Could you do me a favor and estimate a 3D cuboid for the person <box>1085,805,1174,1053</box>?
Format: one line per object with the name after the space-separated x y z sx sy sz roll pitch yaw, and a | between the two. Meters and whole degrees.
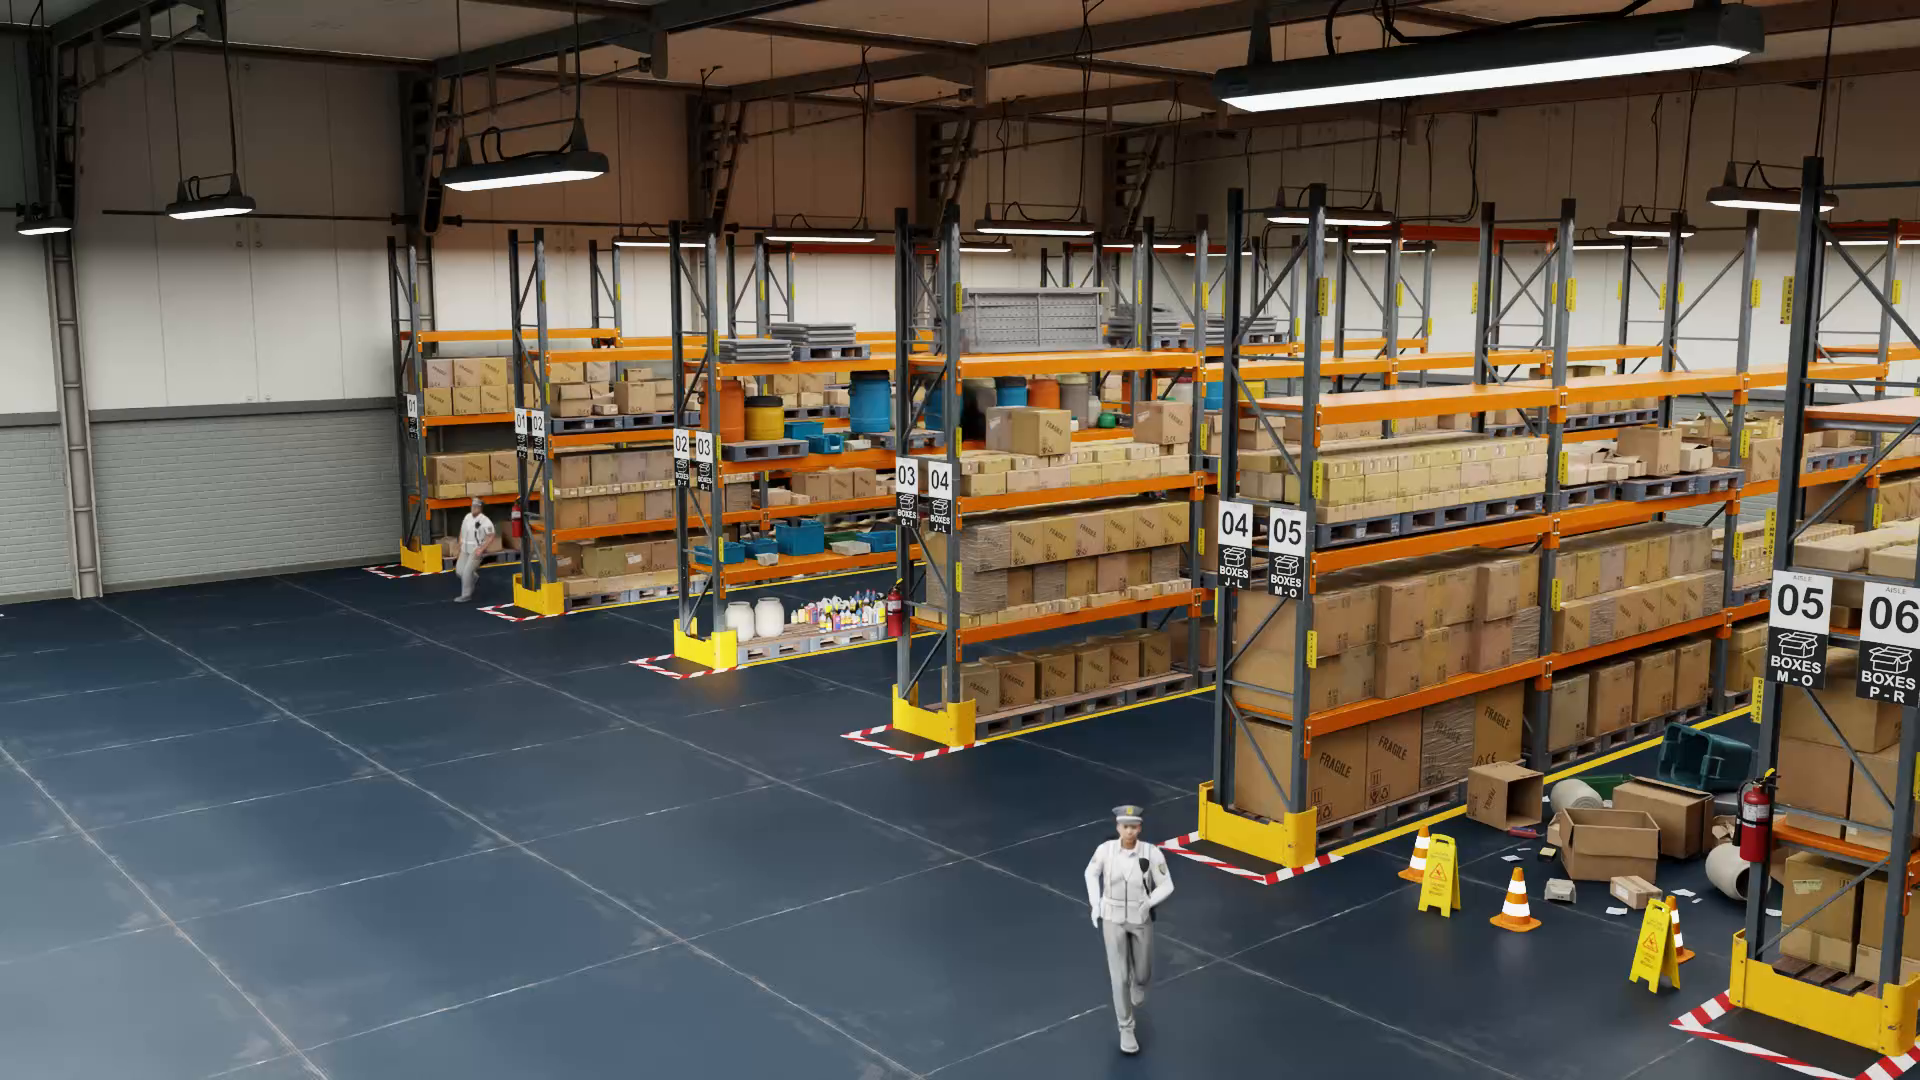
1.158 2.598 11.450 0.617 1.664 0.724 1 9 7 | person

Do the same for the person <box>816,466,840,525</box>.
-2.569 -0.631 32.616 0.607 1.627 0.549 7 11 39 | person

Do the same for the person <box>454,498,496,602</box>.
-7.924 0.152 27.202 0.698 1.710 0.584 4 9 22 | person
